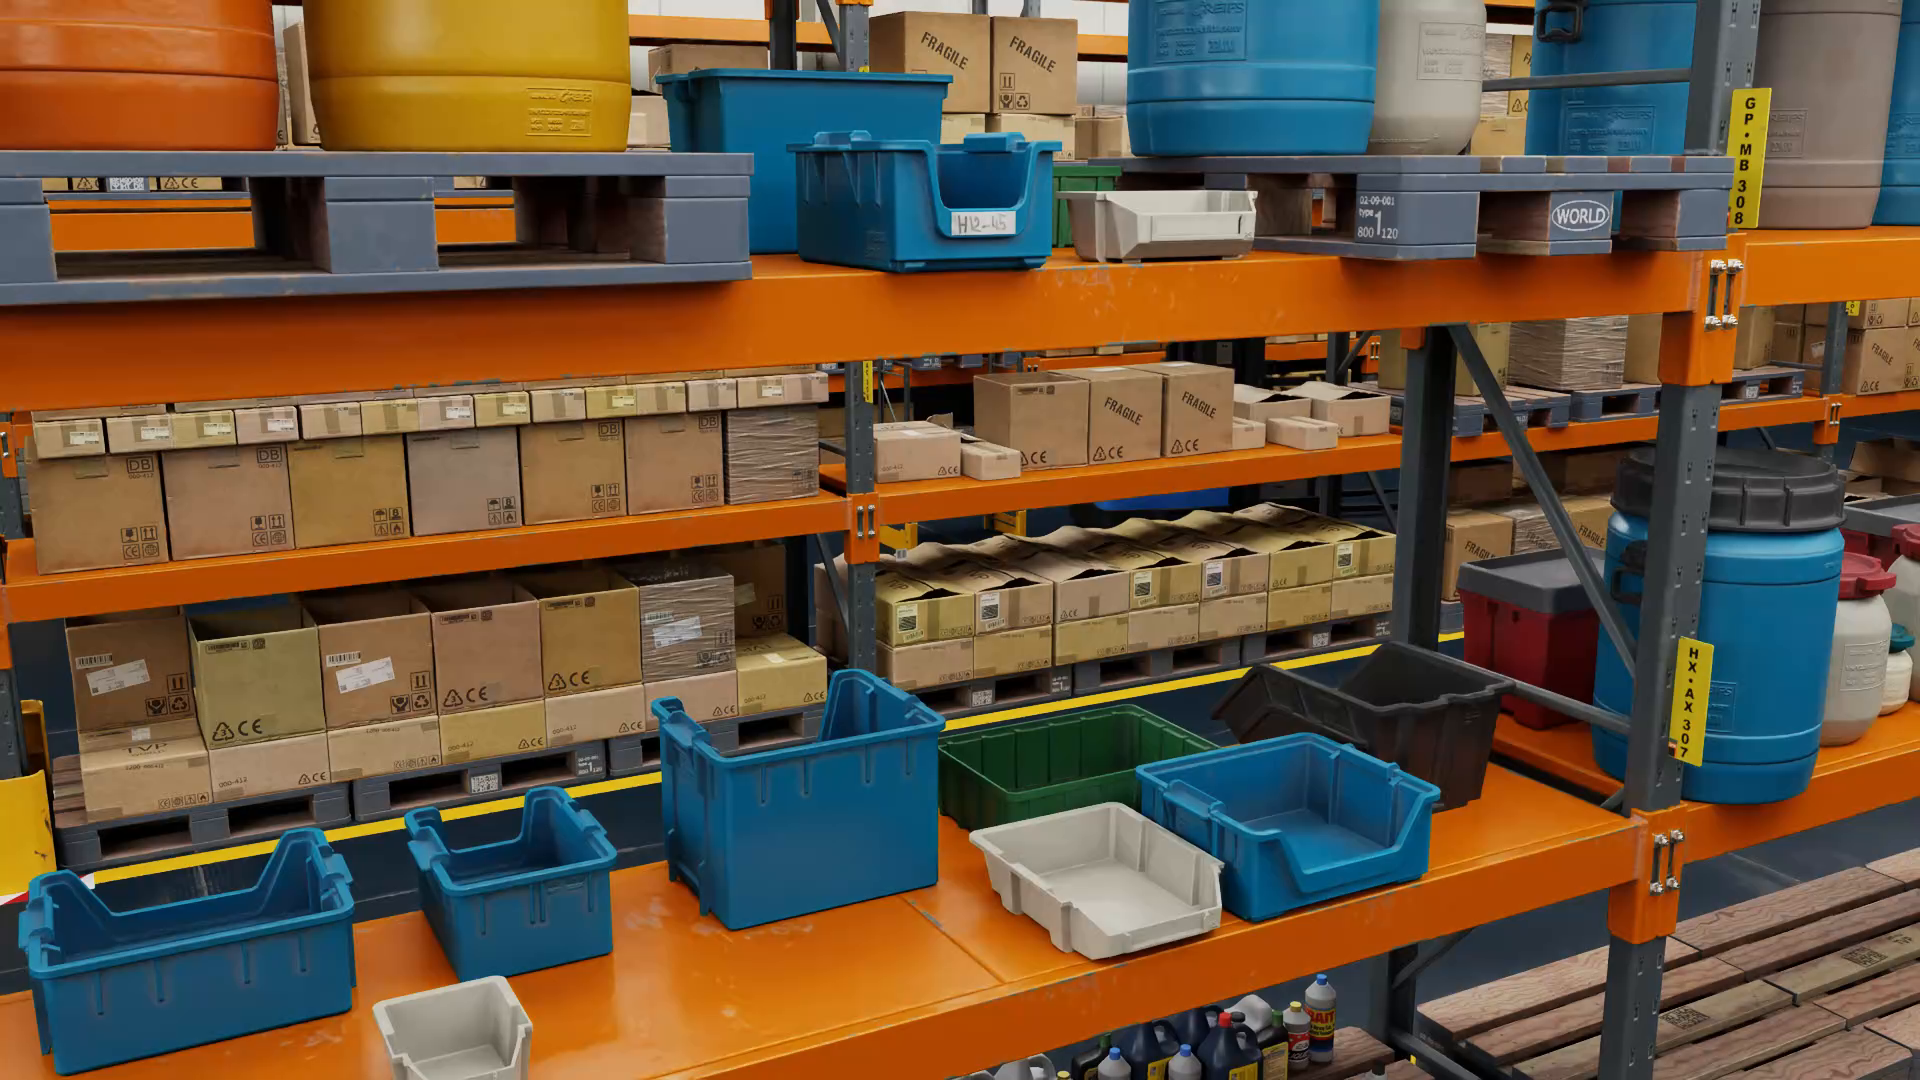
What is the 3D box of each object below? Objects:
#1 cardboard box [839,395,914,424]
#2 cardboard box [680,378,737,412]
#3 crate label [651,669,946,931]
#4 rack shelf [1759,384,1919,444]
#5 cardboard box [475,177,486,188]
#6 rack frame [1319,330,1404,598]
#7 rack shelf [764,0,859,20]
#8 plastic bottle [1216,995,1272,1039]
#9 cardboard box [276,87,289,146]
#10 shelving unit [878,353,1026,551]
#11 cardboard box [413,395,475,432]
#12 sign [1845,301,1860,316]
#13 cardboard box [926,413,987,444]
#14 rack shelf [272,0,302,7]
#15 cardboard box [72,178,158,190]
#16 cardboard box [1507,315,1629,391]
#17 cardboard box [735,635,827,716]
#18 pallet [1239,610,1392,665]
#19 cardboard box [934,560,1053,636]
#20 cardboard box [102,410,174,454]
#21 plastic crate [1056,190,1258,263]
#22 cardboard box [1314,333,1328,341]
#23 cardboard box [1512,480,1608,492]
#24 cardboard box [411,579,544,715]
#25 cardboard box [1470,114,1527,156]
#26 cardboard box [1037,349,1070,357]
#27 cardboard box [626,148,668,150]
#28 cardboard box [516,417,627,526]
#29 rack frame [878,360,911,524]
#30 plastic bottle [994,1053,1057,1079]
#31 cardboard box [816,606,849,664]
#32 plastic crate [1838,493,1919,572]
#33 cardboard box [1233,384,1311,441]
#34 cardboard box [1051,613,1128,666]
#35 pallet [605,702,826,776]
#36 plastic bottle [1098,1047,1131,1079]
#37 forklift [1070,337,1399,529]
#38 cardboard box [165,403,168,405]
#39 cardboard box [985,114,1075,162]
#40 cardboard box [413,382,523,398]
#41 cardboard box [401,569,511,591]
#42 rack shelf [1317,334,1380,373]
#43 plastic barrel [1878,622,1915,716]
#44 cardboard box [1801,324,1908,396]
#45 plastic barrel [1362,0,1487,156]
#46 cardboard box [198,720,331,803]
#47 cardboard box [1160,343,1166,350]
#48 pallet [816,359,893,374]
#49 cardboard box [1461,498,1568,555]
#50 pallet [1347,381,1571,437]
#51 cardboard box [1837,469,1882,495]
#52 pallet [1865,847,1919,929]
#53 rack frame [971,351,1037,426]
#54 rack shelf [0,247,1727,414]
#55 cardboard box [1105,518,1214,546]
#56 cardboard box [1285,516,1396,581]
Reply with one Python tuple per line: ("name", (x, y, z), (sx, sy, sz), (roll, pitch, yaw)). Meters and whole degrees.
("cardboard box", (-0.741, -1.113, 14.705), (0.500, 0.250, 0.500), (-7, 14, -27))
("cardboard box", (-1.320, -0.752, 8.414), (0.250, 0.149, 0.380), (-7, 15, -30))
("crate label", (-0.392, 0.602, 4.020), (0.616, 0.435, 0.502), (-7, 14, -28))
("rack shelf", (8.040, -1.211, 13.799), (4.000, 0.370, 1.077), (-7, 14, -28))
("cardboard box", (-3.441, -2.886, 12.494), (0.500, 0.500, 0.500), (-6, 14, -26))
("rack frame", (2.773, -0.931, 10.915), (0.127, 3.000, 1.000), (-7, 14, -28))
("rack shelf", (-2.493, -2.681, 7.574), (4.000, 0.370, 1.077), (-7, 14, -28))
("plastic bottle", (0.872, 1.547, 5.104), (0.135, 0.276, 0.152), (-6, 14, -26))
("cardboard box", (-3.364, -1.925, 7.565), (0.500, 0.250, 0.500), (-7, 14, -28))
("shelving unit", (-0.067, -0.724, 13.409), (1.083, 1.500, 0.587), (-7, 14, -28))
("cardboard box", (-2.451, -0.616, 7.810), (0.250, 0.149, 0.380), (-7, 14, -27))
("sign", (6.553, -1.810, 12.184), (0.005, 0.325, 0.100), (-7, 14, -28))
("cardboard box", (-0.054, -0.573, 9.628), (0.258, 0.266, 0.396), (-7, 15, -29))
("rack shelf", (-4.870, -3.828, 11.771), (4.000, 0.370, 1.077), (-7, 14, -28))
("cardboard box", (-5.724, -2.602, 11.236), (0.500, 0.500, 0.500), (-6, 14, -24))
("cardboard box", (4.166, -1.332, 11.513), (0.500, 0.500, 0.700), (-4, 13, -17))
("cardboard box", (-1.040, 0.717, 8.897), (0.500, 0.250, 0.500), (-7, 14, -28))
("pallet", (2.032, 0.508, 10.870), (1.213, 0.211, 1.003), (-7, 14, -28))
("cardboard box", (0.186, 0.306, 9.449), (0.500, 0.311, 0.500), (-7, 14, -29))
("cardboard box", (-3.570, -0.483, 7.218), (0.250, 0.149, 0.380), (-7, 15, -29))
("plastic crate", (0.417, -0.643, 3.405), (0.396, 0.136, 0.243), (-7, 14, -28))
("cardboard box", (3.536, -2.072, 16.512), (0.250, 0.149, 0.380), (-7, 14, -27))
("cardboard box", (4.394, -0.181, 12.271), (0.500, 0.500, 0.500), (-7, 15, -30))
("cardboard box", (-2.353, 0.510, 8.108), (0.500, 0.500, 0.500), (-7, 14, -28))
("cardboard box", (3.140, -2.496, 10.807), (0.500, 0.500, 0.910), (-7, 14, -28))
("cardboard box", (0.796, -1.763, 15.136), (0.250, 0.149, 0.380), (-7, 14, -29))
("cardboard box", (-2.596, -3.224, 13.086), (0.500, 0.500, 0.500), (-5, 13, -20))
("cardboard box", (-2.026, -0.402, 8.338), (0.500, 0.500, 0.700), (-7, 14, -27))
("rack frame", (-0.521, -0.669, 13.167), (0.032, 1.500, 0.500), (-7, 14, -28))
("plastic bottle", (0.186, 1.592, 4.735), (0.185, 0.351, 0.144), (-7, 14, -28))
("cardboard box", (-0.512, 0.527, 9.743), (0.500, 0.250, 0.500), (-7, 14, -28))
("plastic crate", (3.579, 0.104, 6.171), (0.583, 0.464, 0.402), (-7, 14, -28))
("cardboard box", (1.896, -0.831, 10.672), (0.500, 0.311, 0.500), (-7, 14, -29))
("cardboard box", (0.638, 0.523, 9.760), (0.500, 0.250, 0.500), (-7, 15, -30))
("pallet", (-1.456, 0.926, 9.015), (1.213, 0.211, 1.003), (-7, 14, -28))
("plastic bottle", (0.448, 1.609, 4.842), (0.097, 0.271, 0.097), (0, 13, 0))
("forklift", (2.507, -1.535, 13.752), (3.031, 2.935, 1.130), (-3, 13, -11))
("cardboard box", (-3.551, -0.586, 7.678), (0.250, 0.149, 0.380), (-7, 14, -29))
("cardboard box", (0.289, -2.227, 9.225), (0.500, 0.250, 0.500), (-8, 15, -33))
("cardboard box", (-2.446, -0.986, 7.975), (0.500, 0.500, 0.700), (-7, 14, -28))
("cardboard box", (-2.610, 0.407, 8.567), (0.500, 0.500, 0.500), (-7, 14, -28))
("rack shelf", (5.663, -2.166, 18.039), (4.000, 0.370, 1.077), (-7, 14, -28))
("plastic barrel", (2.868, 0.402, 5.304), (0.301, 0.262, 0.301), (0, 13, 0))
("cardboard box", (6.862, -1.402, 12.779), (0.500, 0.500, 0.500), (-6, 14, -26))
("plastic barrel", (1.160, -1.271, 4.381), (0.421, 0.512, 0.421), (0, 13, 0))
("cardboard box", (-3.234, 0.980, 7.728), (0.500, 0.250, 0.500), (-7, 14, -28))
("cardboard box", (1.913, -1.903, 15.761), (0.250, 0.149, 0.380), (-7, 14, -27))
("pallet", (-1.321, -1.576, 14.216), (1.213, 0.211, 1.003), (-7, 14, -28))
("cardboard box", (3.767, 0.025, 11.359), (0.500, 0.500, 0.500), (-7, 15, -30))
("pallet", (3.335, -0.922, 11.313), (1.003, 0.211, 1.213), (-7, 14, -28))
("cardboard box", (7.307, -0.448, 13.891), (0.500, 0.311, 0.500), (-7, 14, -28))
("pallet", (4.445, 1.458, 6.649), (1.213, 0.211, 1.003), (-7, 14, -28))
("rack frame", (0.397, -1.885, 15.155), (0.127, 3.000, 1.000), (-7, 14, -28))
("rack shelf", (-0.123, -0.457, 3.616), (4.000, 0.370, 1.077), (-7, 14, -28))
("cardboard box", (1.267, 0.040, 10.626), (0.500, 0.311, 0.500), (-7, 15, -29))
("cardboard box", (2.432, 0.034, 10.653), (0.500, 0.311, 0.500), (-6, 14, -26))
